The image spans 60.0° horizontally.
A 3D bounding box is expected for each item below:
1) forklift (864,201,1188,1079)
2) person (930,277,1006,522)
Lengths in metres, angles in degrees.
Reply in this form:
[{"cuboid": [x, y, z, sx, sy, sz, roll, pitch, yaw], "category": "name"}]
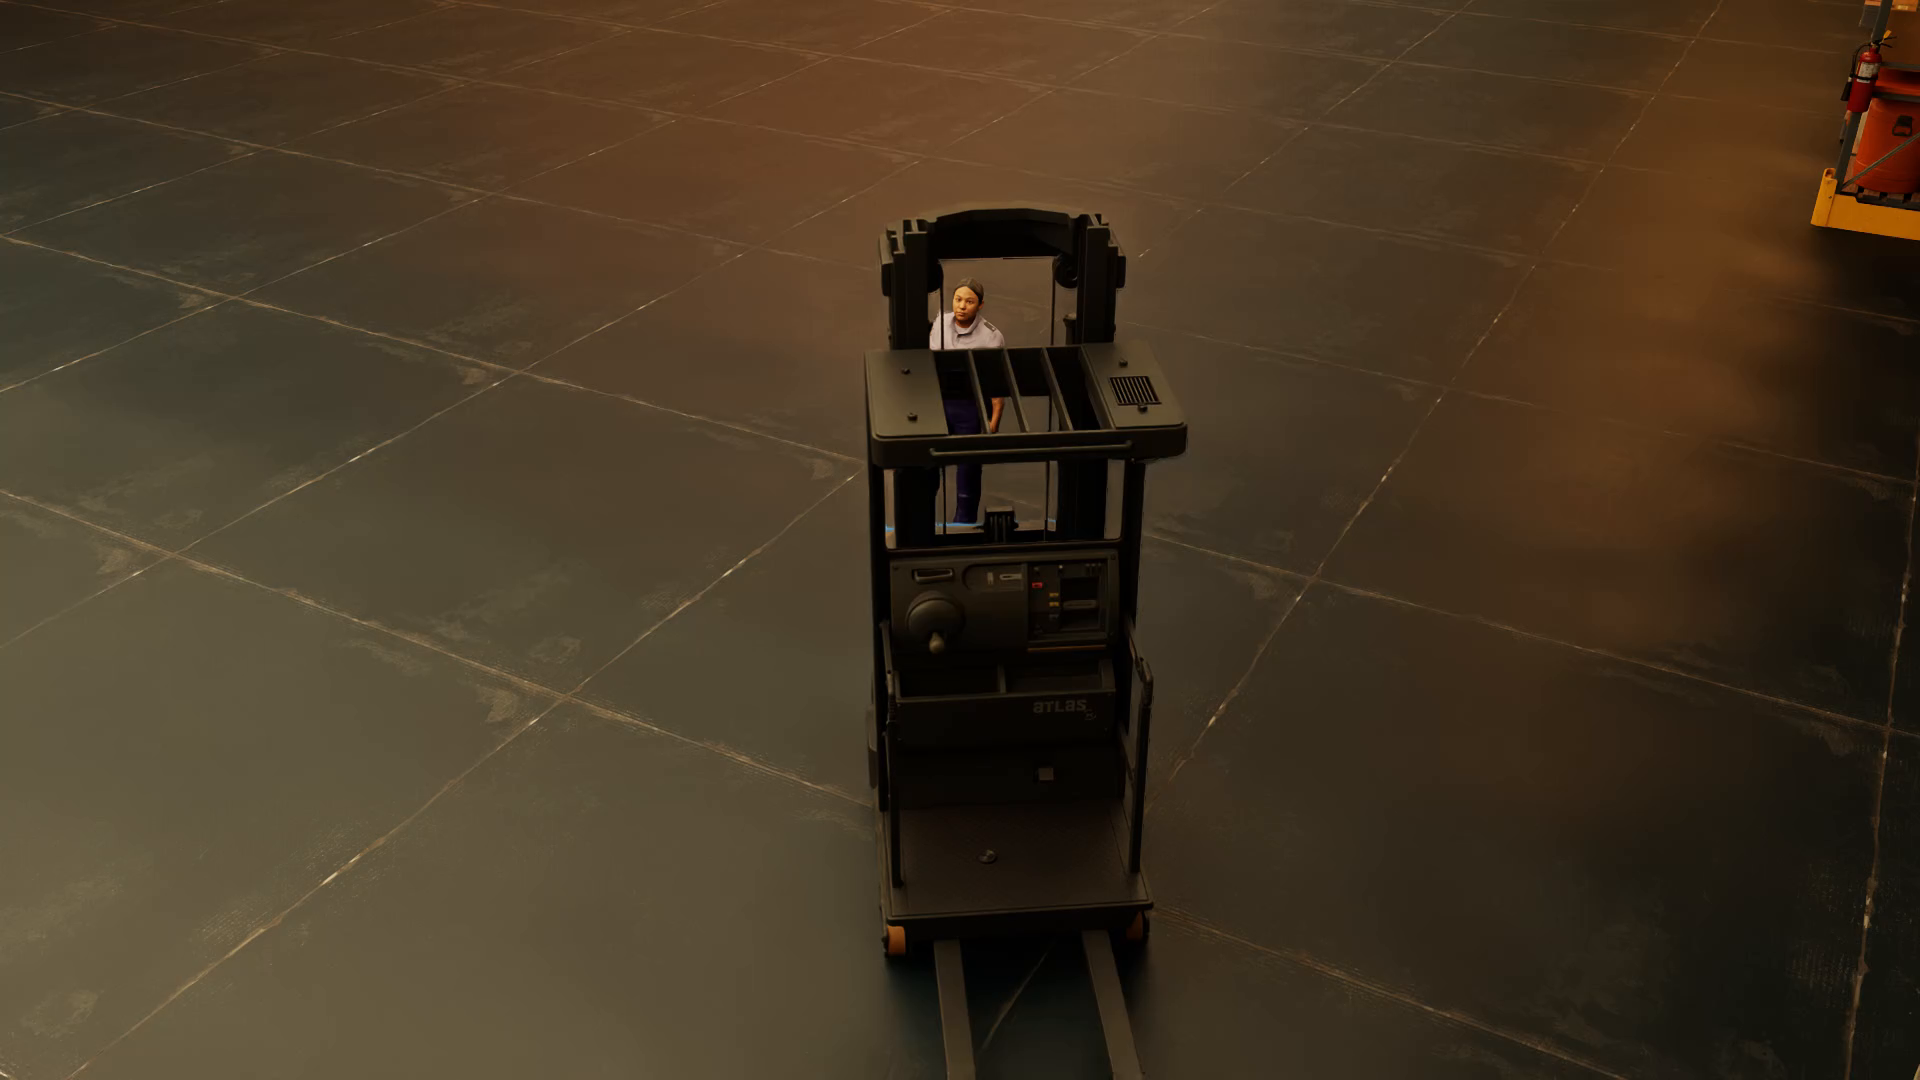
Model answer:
[{"cuboid": [0.205, 0.299, 6.552, 1.130, 2.935, 3.031, -3, 30, -4], "category": "forklift"}, {"cuboid": [-0.064, -0.686, 9.529, 0.598, 1.651, 0.502, 15, 33, 25], "category": "person"}]
